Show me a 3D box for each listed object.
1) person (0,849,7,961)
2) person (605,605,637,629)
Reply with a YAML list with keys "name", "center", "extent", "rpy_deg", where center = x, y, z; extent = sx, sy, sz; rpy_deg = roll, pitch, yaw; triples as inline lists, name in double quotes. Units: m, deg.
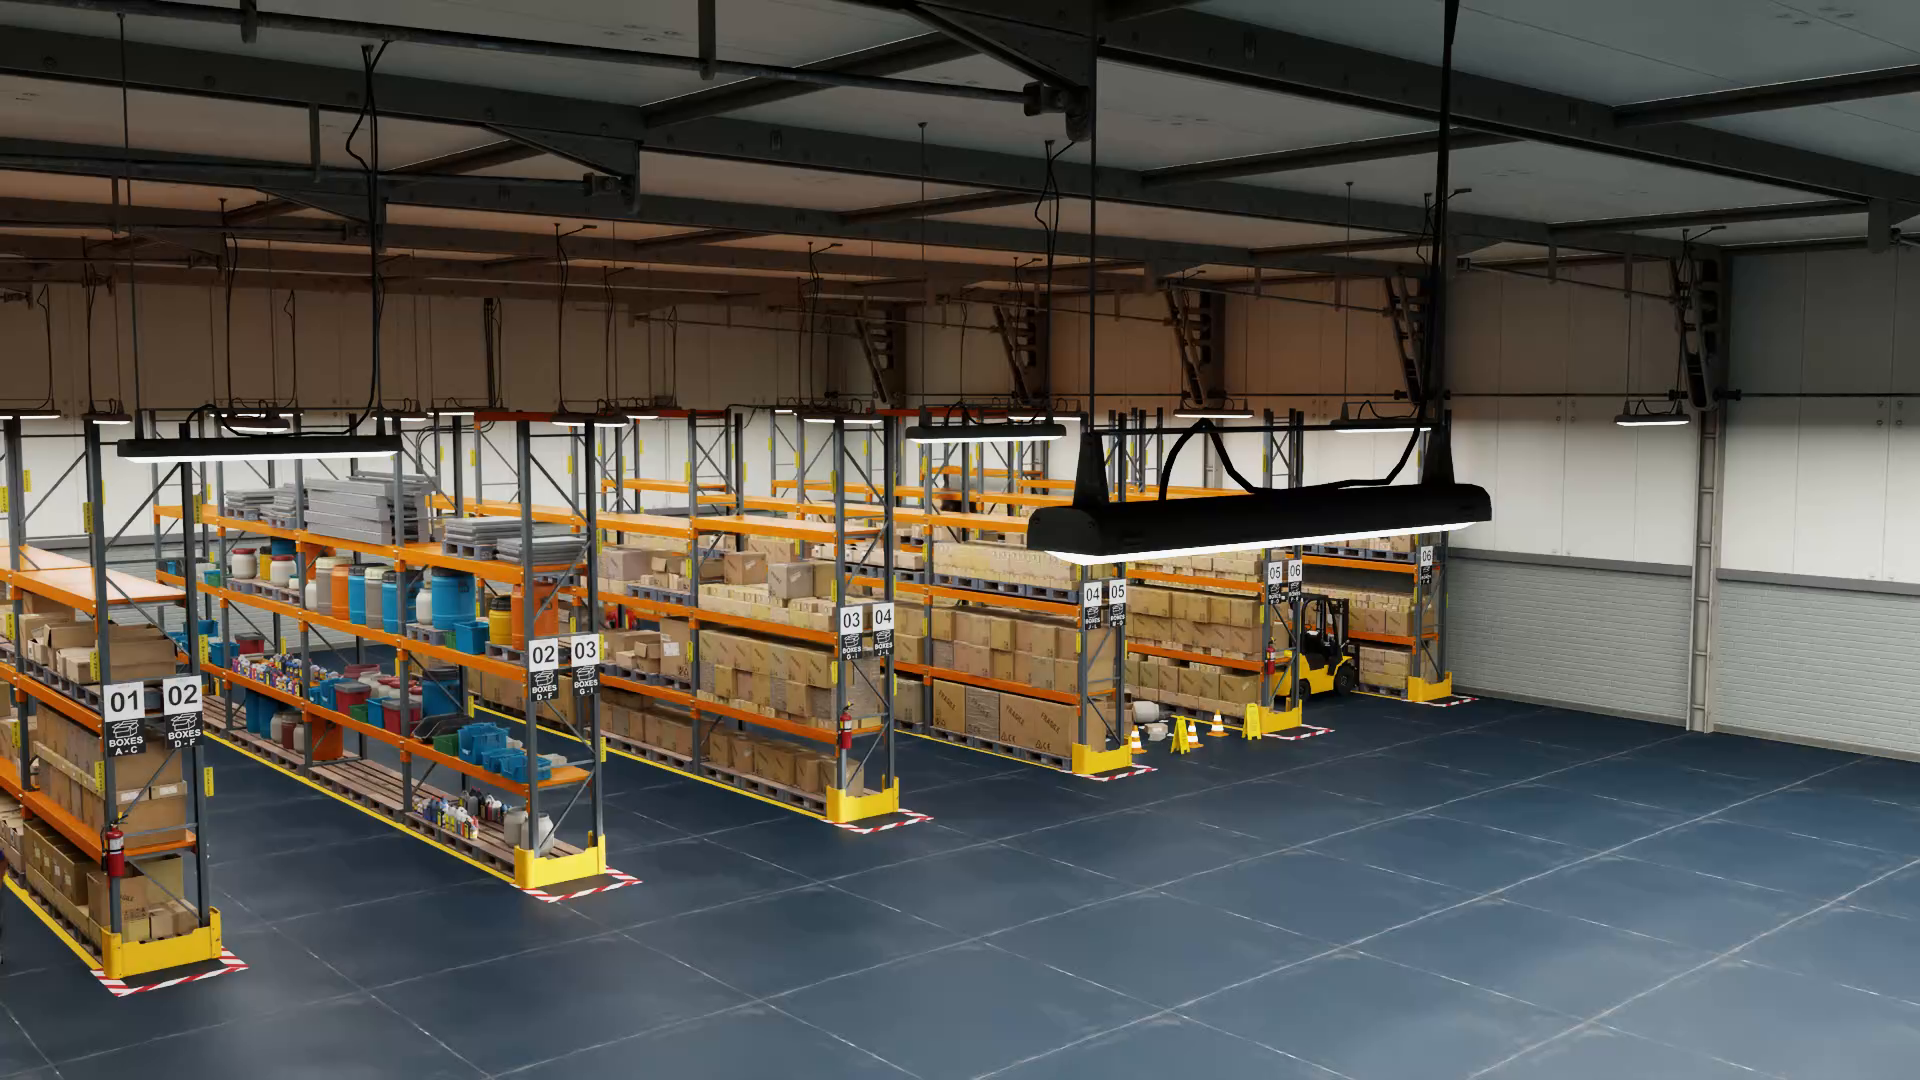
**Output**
- name: "person"
  center: [-10.715, 3.919, 18.201]
  extent: [0.573, 1.609, 0.629]
  rpy_deg: [-4, 6, -37]
- name: "person"
  center: [-7.532, 2.212, 37.238]
  extent: [0.779, 1.800, 0.635]
  rpy_deg: [5, 7, 43]
